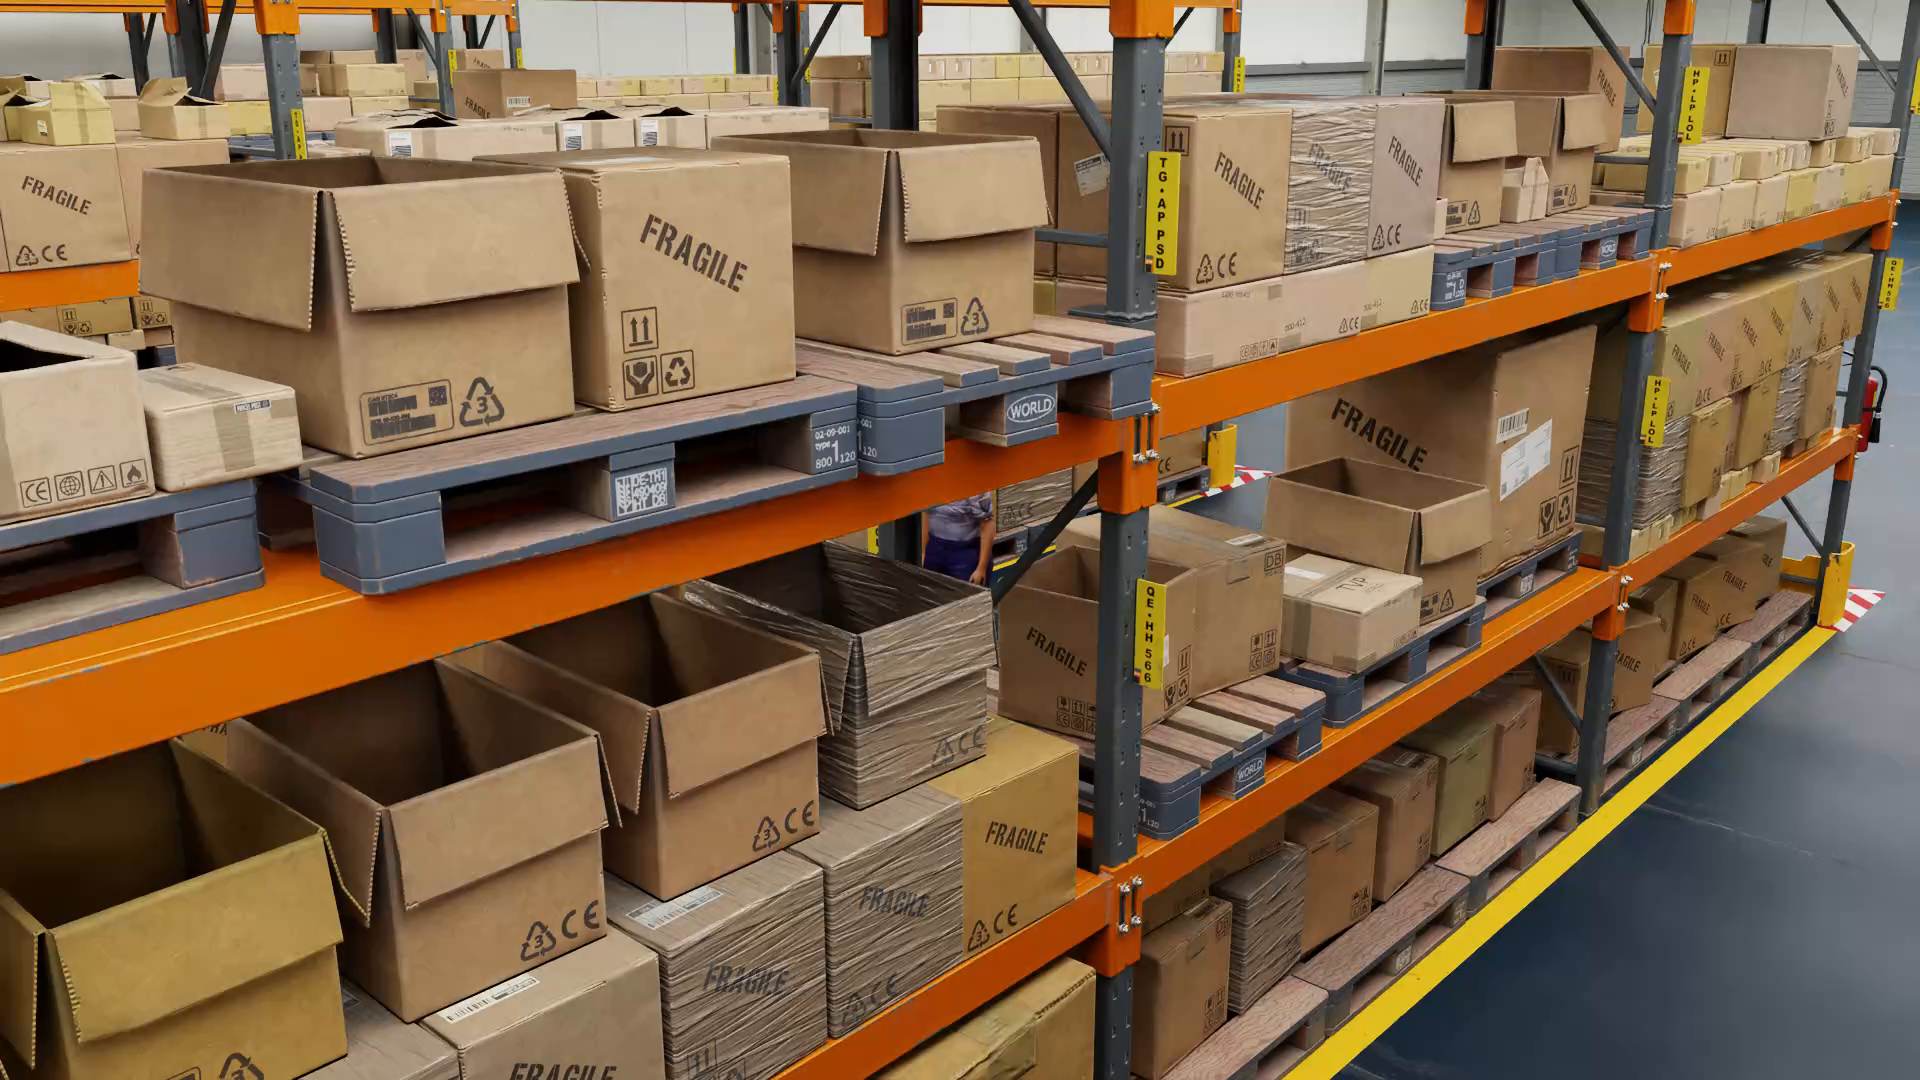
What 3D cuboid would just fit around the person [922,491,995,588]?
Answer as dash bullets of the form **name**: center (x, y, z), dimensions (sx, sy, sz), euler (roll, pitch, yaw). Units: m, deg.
- **person**: center (-0.035, 0.132, 9.628), dimensions (0.537, 1.651, 0.373), euler (15, 22, 40)
